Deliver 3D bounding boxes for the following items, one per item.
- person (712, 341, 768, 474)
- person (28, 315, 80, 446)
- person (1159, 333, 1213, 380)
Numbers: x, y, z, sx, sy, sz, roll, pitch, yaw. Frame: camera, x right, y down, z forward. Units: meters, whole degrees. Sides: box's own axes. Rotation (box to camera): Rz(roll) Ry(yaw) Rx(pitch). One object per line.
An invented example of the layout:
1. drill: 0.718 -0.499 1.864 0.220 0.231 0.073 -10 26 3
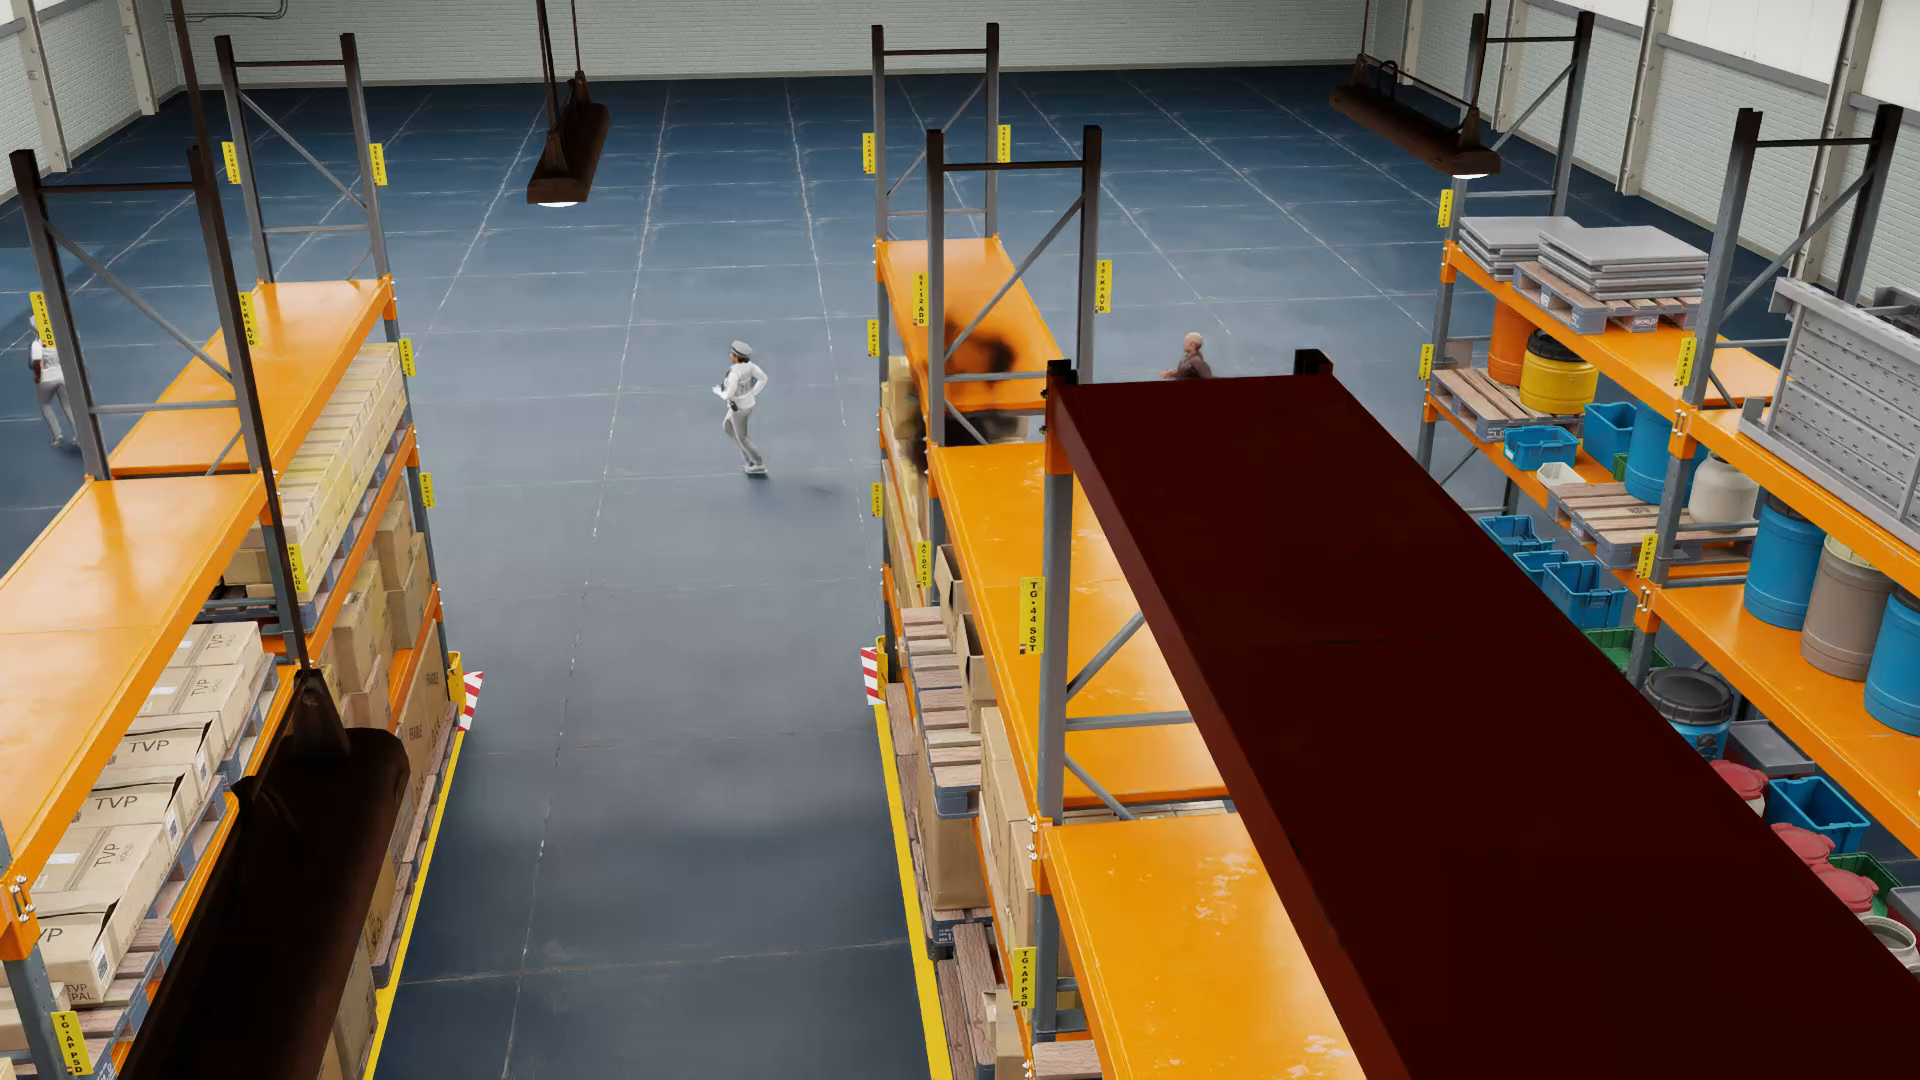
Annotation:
1. person: -2.647 -1.587 19.865 0.632 1.672 0.582 7 26 14
2. person: -11.245 -1.947 20.633 0.714 1.757 0.556 18 31 33
3. person: 2.746 -1.604 19.752 1.057 1.790 0.709 7 26 15
